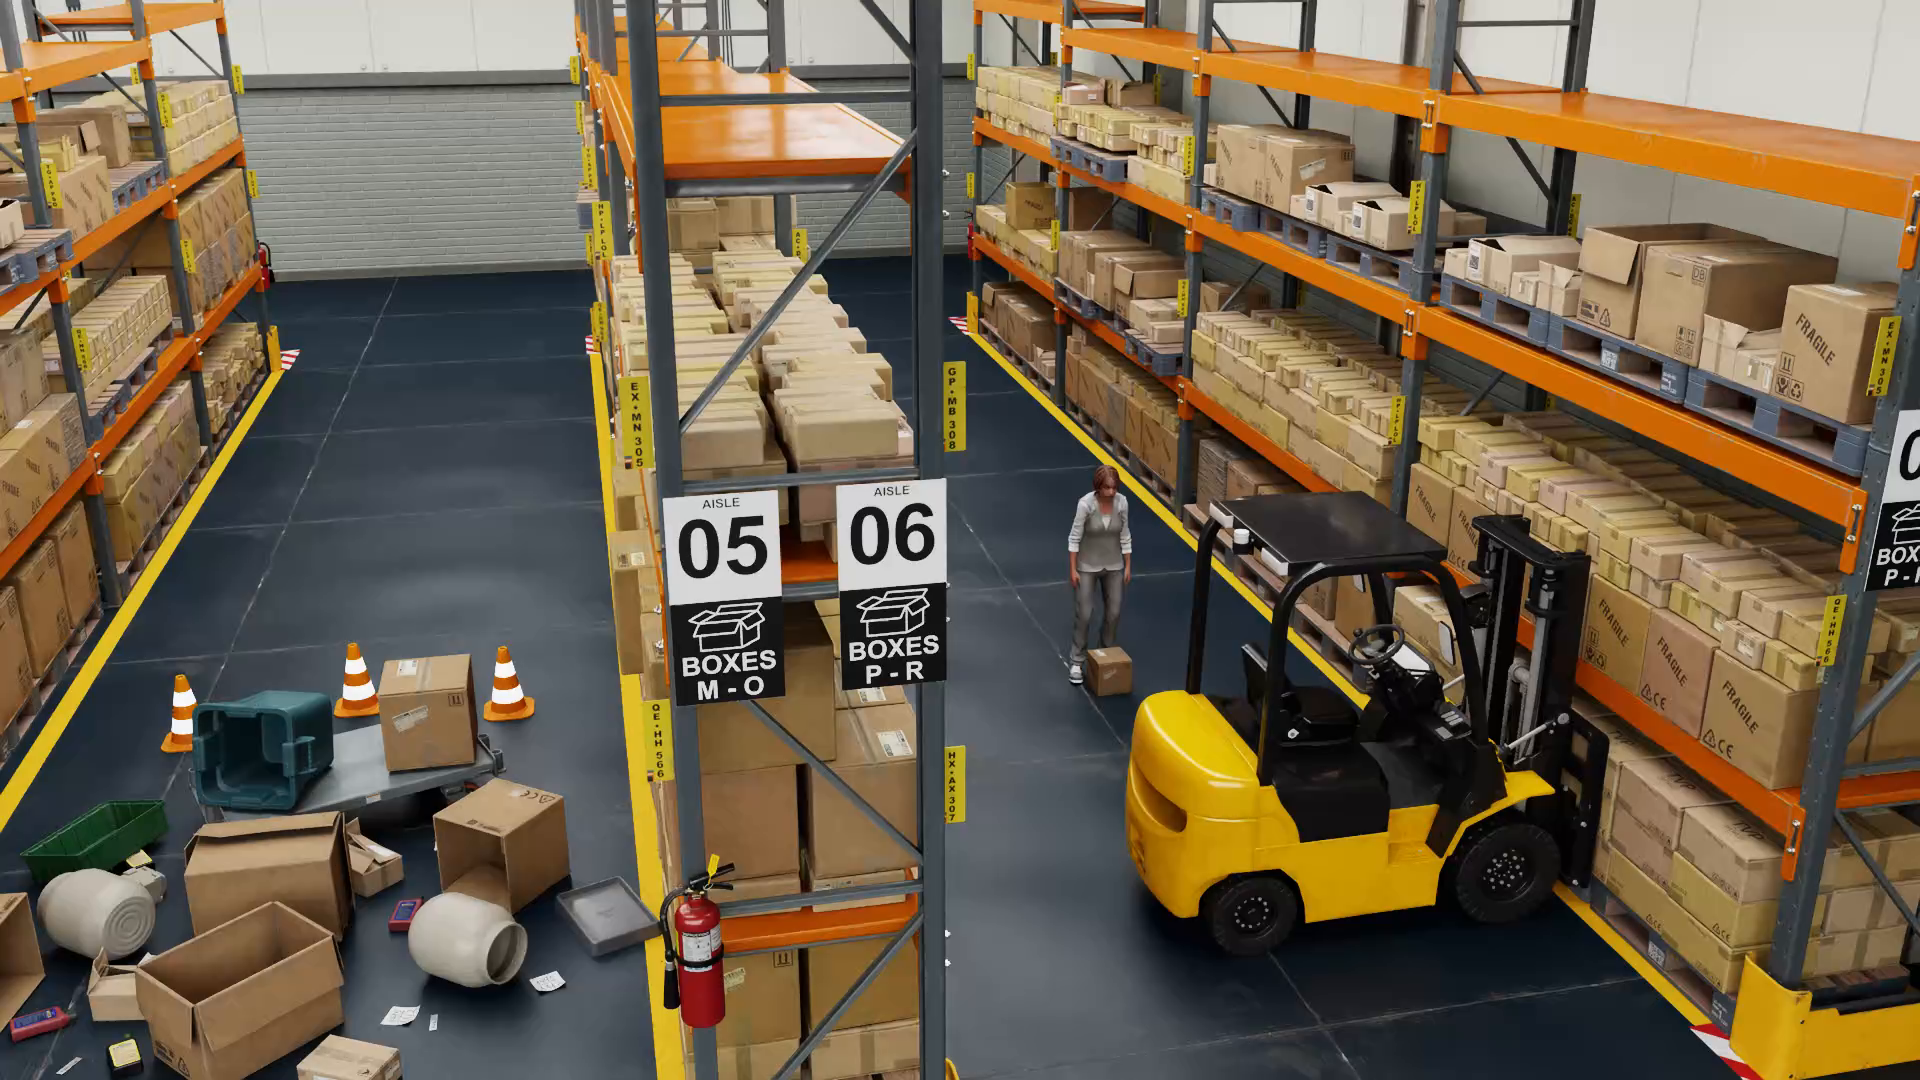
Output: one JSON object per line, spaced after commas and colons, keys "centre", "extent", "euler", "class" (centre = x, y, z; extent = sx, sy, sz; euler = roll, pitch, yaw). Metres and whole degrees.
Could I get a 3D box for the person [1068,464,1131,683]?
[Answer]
{"centre": [0.987, 0.219, 11.734], "extent": [0.460, 1.592, 0.343], "euler": [-4, 20, -12], "class": "person"}
